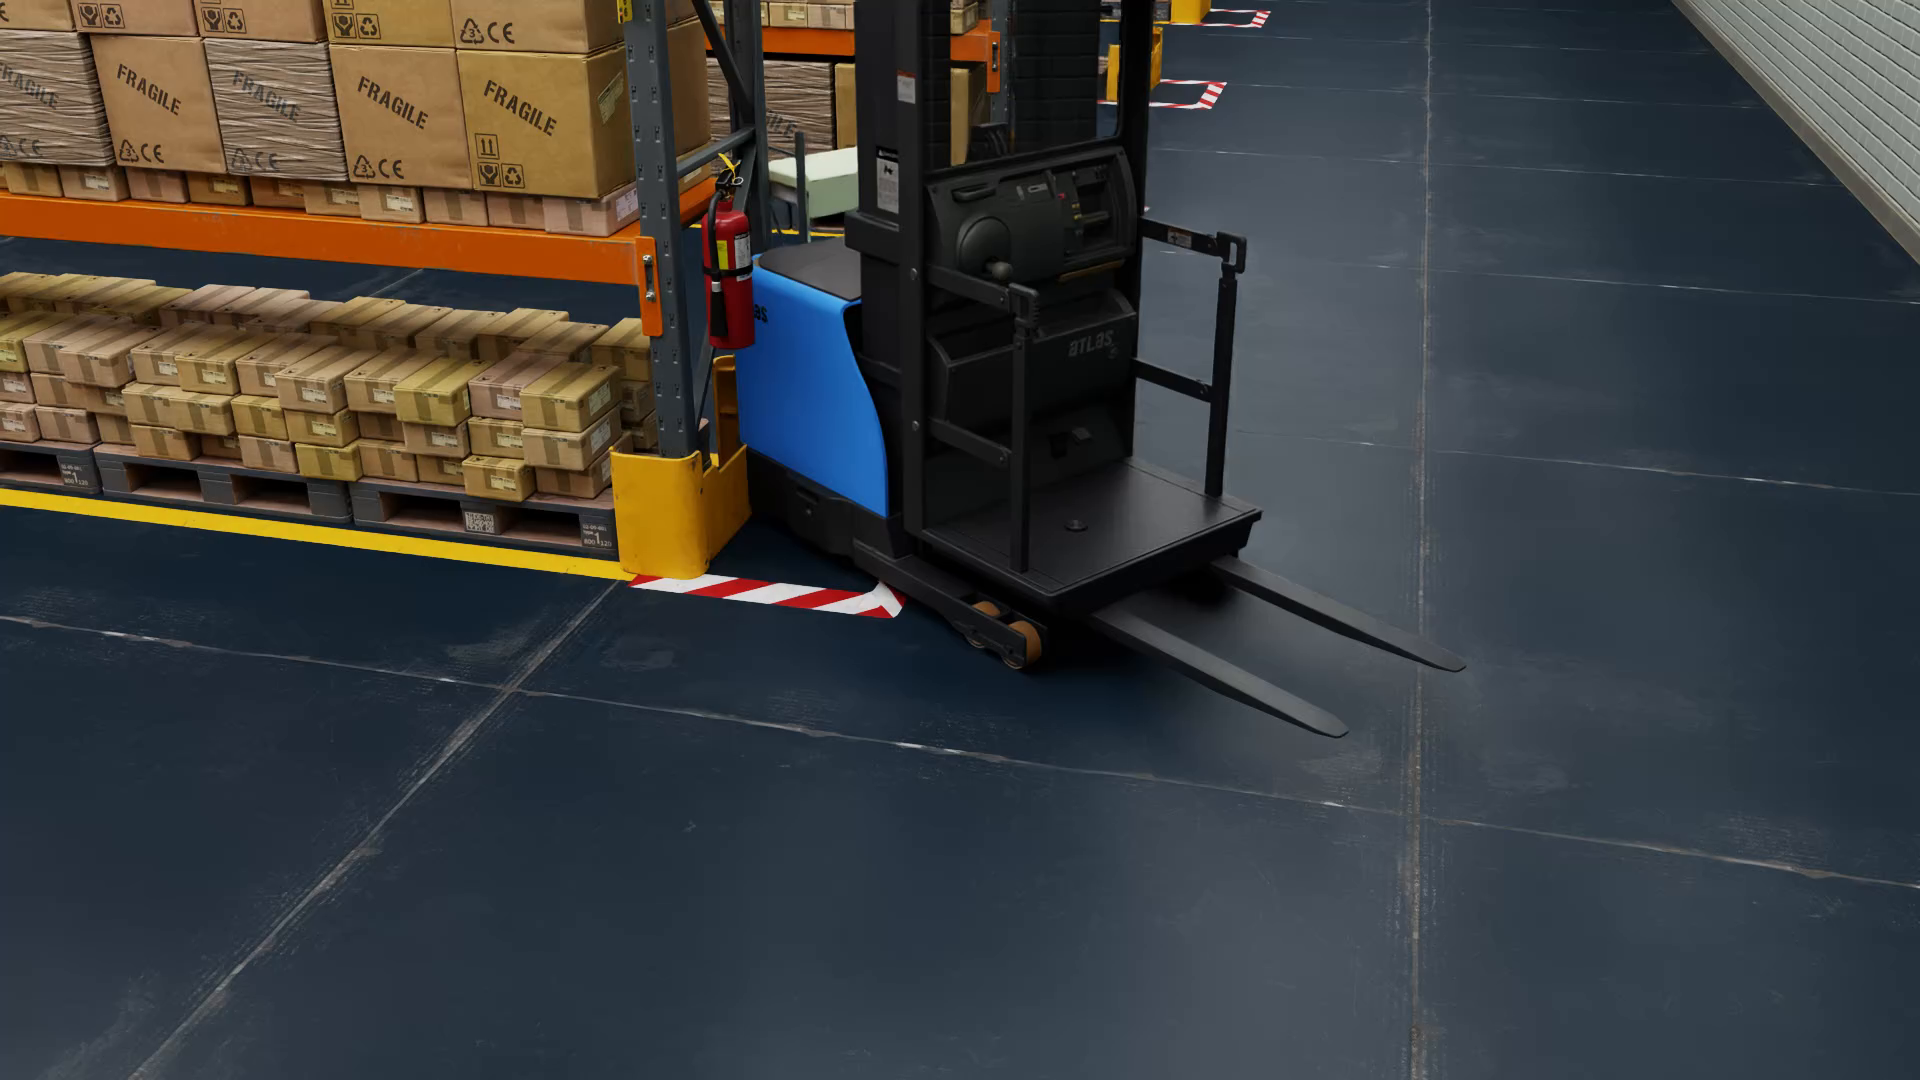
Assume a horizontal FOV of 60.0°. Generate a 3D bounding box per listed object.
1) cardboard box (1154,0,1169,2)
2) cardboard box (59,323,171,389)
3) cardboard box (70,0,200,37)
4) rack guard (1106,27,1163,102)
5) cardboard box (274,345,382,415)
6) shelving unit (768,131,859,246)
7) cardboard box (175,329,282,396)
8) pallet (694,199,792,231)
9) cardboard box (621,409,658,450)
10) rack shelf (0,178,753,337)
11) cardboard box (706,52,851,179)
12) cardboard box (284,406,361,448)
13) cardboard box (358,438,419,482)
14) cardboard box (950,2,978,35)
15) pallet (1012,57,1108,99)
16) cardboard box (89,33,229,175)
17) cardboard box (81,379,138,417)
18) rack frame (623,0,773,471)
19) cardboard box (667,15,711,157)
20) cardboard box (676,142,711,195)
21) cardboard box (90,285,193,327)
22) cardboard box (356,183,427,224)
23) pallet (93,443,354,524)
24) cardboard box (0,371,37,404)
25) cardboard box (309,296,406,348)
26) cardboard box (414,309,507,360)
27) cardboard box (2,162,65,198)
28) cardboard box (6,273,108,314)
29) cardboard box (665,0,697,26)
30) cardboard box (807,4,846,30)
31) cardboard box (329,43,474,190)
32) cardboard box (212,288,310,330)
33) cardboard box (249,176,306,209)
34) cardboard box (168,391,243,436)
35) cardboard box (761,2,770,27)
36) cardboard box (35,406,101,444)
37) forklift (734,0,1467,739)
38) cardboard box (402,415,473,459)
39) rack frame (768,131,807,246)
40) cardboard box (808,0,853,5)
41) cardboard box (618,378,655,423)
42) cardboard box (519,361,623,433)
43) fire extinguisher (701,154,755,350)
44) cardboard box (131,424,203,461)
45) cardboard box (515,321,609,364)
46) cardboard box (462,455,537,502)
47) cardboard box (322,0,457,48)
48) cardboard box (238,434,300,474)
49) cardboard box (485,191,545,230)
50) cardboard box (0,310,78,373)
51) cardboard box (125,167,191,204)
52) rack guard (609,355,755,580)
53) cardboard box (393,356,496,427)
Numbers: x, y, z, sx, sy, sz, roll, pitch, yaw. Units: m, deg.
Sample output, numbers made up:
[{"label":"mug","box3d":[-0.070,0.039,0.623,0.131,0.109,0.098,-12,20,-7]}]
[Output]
[{"label":"cardboard box","box3d":[2.254,-6.651,19.627,0.500,0.500,0.500,6,26,13]},{"label":"cardboard box","box3d":[-3.560,-0.784,7.042,0.250,0.149,0.380,7,26,14]},{"label":"cardboard box","box3d":[-2.977,-2.186,6.226,0.500,0.500,0.500,5,26,11]},{"label":"rack guard","box3d":[1.631,-4.438,15.490,0.348,0.500,1.175,6,26,13]},{"label":"cardboard box","box3d":[-2.558,-0.655,6.773,0.250,0.149,0.380,7,26,15]},{"label":"shelving unit","box3d":[-0.483,-1.136,7.392,0.755,1.500,0.431,-19,32,-35]},{"label":"cardboard box","box3d":[-3.047,-0.746,6.963,0.250,0.149,0.380,6,26,13]},{"label":"pallet","box3d":[-1.600,-2.427,11.603,1.213,0.211,1.003,6,26,13]},{"label":"cardboard box","box3d":[-1.390,-0.540,7.222,0.250,0.149,0.380,7,26,14]},{"label":"rack shelf","box3d":[-2.899,-1.337,6.906,4.000,0.370,1.077,6,26,13]},{"label":"cardboard box","box3d":[-1.150,-2.865,11.261,0.875,0.875,0.875,6,26,13]},{"label":"cardboard box","box3d":[-2.553,-0.527,6.850,0.250,0.149,0.380,7,26,14]},{"label":"cardboard box","box3d":[-2.275,-0.390,6.908,0.250,0.149,0.380,7,26,14]},{"label":"cardboard box","box3d":[-0.056,-3.289,10.462,0.250,0.149,0.380,7,26,14]},{"label":"pallet","box3d":[0.816,-4.409,15.766,1.213,0.211,1.003,6,26,13]},{"label":"cardboard box","box3d":[-2.932,-1.733,6.439,0.500,0.500,0.500,8,27,16]},{"label":"cardboard box","box3d":[-3.531,-0.671,7.151,0.250,0.149,0.380,8,26,15]},{"label":"rack frame","box3d":[-0.962,-1.448,6.302,0.127,3.000,1.000,6,26,13]},{"label":"cardboard box","box3d":[-1.328,-1.790,6.559,0.500,0.500,0.500,8,26,15]},{"label":"cardboard box","box3d":[-1.194,-1.506,6.715,0.250,0.149,0.380,6,26,13]},{"label":"cardboard box","box3d":[-3.694,-1.023,7.544,0.250,0.149,0.380,7,26,15]},{"label":"cardboard box","box3d":[-2.079,-1.332,6.351,0.250,0.149,0.380,7,26,14]},{"label":"pallet","box3d":[-2.991,-0.430,7.408,1.213,0.211,1.003,6,26,13]},{"label":"cardboard box","box3d":[-4.052,-0.740,7.297,0.250,0.149,0.380,6,26,13]},{"label":"cardboard box","box3d":[-2.664,-0.949,7.390,0.250,0.149,0.380,7,26,14]},{"label":"cardboard box","box3d":[-2.155,-0.868,7.220,0.250,0.149,0.380,5,26,10]},{"label":"cardboard box","box3d":[-3.613,-1.507,6.718,0.250,0.149,0.380,7,26,14]},{"label":"cardboard box","box3d":[-4.169,-1.107,7.721,0.250,0.149,0.380,7,26,14]},{"label":"cardboard box","box3d":[-1.331,-2.237,6.334,0.500,0.500,0.500,6,26,13]},{"label":"cardboard box","box3d":[-0.793,-3.371,10.634,0.250,0.149,0.380,7,26,14]},{"label":"cardboard box","box3d":[-1.959,-1.626,6.212,0.500,0.500,0.500,6,26,12]},{"label":"cardboard box","box3d":[-3.145,-1.008,7.514,0.250,0.149,0.380,5,26,11]},{"label":"cardboard box","box3d":[-2.574,-1.426,6.548,0.250,0.149,0.380,5,26,11]},{"label":"cardboard box","box3d":[-3.070,-0.580,6.961,0.250,0.149,0.380,7,26,14]},{"label":"cardboard box","box3d":[-1.296,-3.426,10.748,0.250,0.149,0.380,6,26,13]},{"label":"cardboard box","box3d":[-3.794,-0.566,7.277,0.250,0.149,0.380,6,26,12]},{"label":"forklift","box3d":[0.406,-1.089,5.703,1.129,2.867,3.031,-20,32,-36]},{"label":"cardboard box","box3d":[-2.048,-0.477,6.745,0.250,0.149,0.380,5,26,11]},{"label":"rack frame","box3d":[-0.767,-1.037,7.184,0.023,1.500,0.400,-19,32,-35]},{"label":"cardboard box","box3d":[-0.655,-3.564,10.576,0.500,0.250,0.500,6,26,12]},{"label":"cardboard box","box3d":[-1.405,-0.647,7.102,0.250,0.149,0.380,7,26,15]},{"label":"cardboard box","box3d":[-1.538,-0.570,6.594,0.250,0.149,0.380,7,26,14]},{"label":"fire extinguisher","box3d":[-0.833,-1.025,5.938,0.183,0.674,0.296,6,26,13]},{"label":"cardboard box","box3d":[-3.296,-0.484,7.104,0.250,0.149,0.380,6,26,12]},{"label":"cardboard box","box3d":[-1.682,-0.796,7.068,0.250,0.149,0.380,7,26,14]},{"label":"cardboard box","box3d":[-1.798,-0.305,6.729,0.250,0.149,0.380,7,26,15]},{"label":"cardboard box","box3d":[-1.958,-2.078,6.001,0.500,0.500,0.500,5,26,11]},{"label":"cardboard box","box3d":[-2.797,-0.429,6.990,0.250,0.149,0.380,7,26,14]},{"label":"cardboard box","box3d":[-1.580,-1.294,6.270,0.250,0.149,0.380,6,26,13]},{"label":"cardboard box","box3d":[-4.045,-0.863,7.209,0.250,0.149,0.380,6,26,12]},{"label":"cardboard box","box3d":[-3.084,-1.466,6.632,0.250,0.149,0.380,7,26,15]},{"label":"rack guard","box3d":[-1.035,-0.327,6.856,0.348,0.500,1.175,6,26,13]},{"label":"cardboard box","box3d":[-2.049,-0.596,6.647,0.250,0.149,0.380,6,26,12]}]
